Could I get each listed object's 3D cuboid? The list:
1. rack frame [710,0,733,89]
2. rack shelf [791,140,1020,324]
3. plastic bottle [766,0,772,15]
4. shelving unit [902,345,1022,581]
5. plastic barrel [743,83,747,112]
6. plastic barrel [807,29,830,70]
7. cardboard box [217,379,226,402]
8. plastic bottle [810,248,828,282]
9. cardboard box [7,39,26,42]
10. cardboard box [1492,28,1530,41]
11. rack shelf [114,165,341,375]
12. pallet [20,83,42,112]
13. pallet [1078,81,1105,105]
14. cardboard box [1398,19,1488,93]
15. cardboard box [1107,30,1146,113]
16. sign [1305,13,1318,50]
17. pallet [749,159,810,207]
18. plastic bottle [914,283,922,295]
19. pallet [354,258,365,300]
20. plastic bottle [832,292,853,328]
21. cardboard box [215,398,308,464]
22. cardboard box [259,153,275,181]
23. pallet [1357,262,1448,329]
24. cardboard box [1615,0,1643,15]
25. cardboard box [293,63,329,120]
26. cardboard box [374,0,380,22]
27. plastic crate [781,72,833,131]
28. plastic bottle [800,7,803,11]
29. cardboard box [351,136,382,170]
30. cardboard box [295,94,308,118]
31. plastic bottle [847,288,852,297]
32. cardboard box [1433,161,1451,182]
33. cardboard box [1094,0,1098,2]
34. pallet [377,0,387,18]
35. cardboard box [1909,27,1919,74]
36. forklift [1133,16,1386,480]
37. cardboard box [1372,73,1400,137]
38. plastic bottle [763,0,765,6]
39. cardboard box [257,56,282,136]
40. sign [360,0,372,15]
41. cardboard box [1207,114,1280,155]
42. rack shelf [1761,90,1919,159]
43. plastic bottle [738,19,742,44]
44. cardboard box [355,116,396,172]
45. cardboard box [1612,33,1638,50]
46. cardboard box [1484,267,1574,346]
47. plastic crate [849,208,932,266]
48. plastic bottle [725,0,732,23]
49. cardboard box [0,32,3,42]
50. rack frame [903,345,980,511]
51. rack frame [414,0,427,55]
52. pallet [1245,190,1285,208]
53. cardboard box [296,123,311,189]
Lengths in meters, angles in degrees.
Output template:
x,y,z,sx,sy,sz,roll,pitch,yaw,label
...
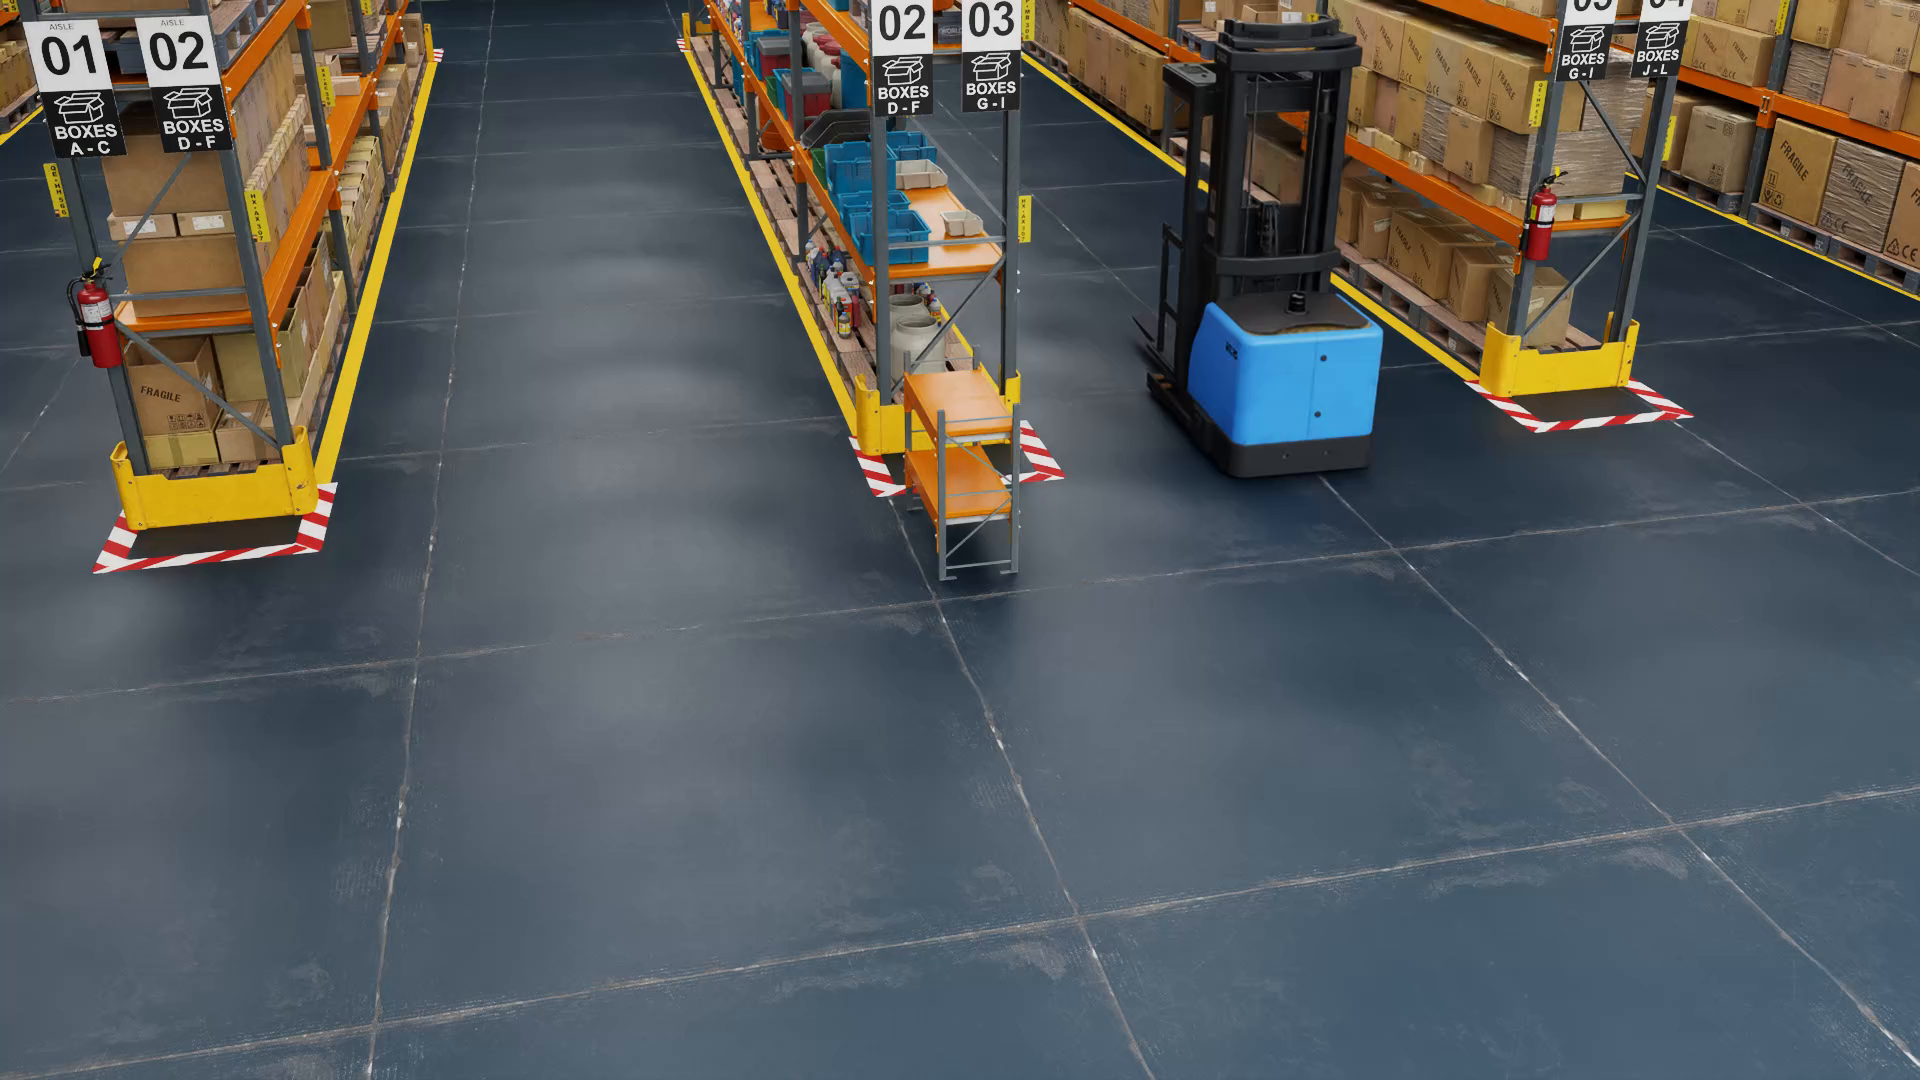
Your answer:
x,y,z,sx,sy,sz,roll,pitch,yaw,label
-2.801,-7.312,21.907,1.000,3.000,0.127,-6,27,-12,rack frame
-0.547,-2.600,13.371,1.077,0.370,4.000,-6,27,-12,rack shelf
-2.374,-6.823,20.995,0.144,0.351,0.185,-6,27,-12,plastic bottle
-0.002,-0.505,10.502,0.538,1.125,1.048,-6,27,-12,shelving unit
-2.495,-5.580,20.771,0.421,0.512,0.421,0,27,0,plastic barrel
-1.365,-4.991,17.185,0.421,0.512,0.421,0,27,0,plastic barrel
-5.457,-0.926,11.841,0.500,0.250,0.500,-6,27,-12,cardboard box
-1.254,-2.456,14.822,0.152,0.276,0.135,-5,27,-10,plastic bottle
-12.987,-6.616,22.838,0.700,0.500,0.500,-6,27,-12,cardboard box
4.651,-3.879,13.556,0.500,0.500,0.500,-6,27,-12,cardboard box
-5.374,-2.099,12.378,1.077,0.370,4.000,-6,27,-12,rack shelf
-12.827,-5.939,22.283,1.003,0.211,1.213,-6,27,-12,pallet
2.272,-6.239,22.876,1.003,0.211,1.213,-6,27,-12,pallet
4.031,-4.046,13.886,0.500,0.500,0.500,-6,27,-12,cardboard box
2.597,-5.995,21.190,1.225,0.875,0.875,-6,27,-11,cardboard box
3.288,-4.761,15.570,0.100,0.325,0.005,-6,27,-12,sign
-1.763,-3.967,18.375,1.003,0.211,1.213,-6,27,-12,pallet
-0.347,-2.133,14.186,0.097,0.271,0.097,0,27,0,plastic bottle
-6.029,-2.373,15.217,1.003,0.211,1.213,-6,27,-12,pallet
-0.968,-1.899,13.718,0.152,0.276,0.135,-6,27,-11,plastic bottle
-4.828,-0.760,11.513,0.500,0.250,0.500,-6,27,-12,cardboard box
-5.094,-2.636,11.812,0.380,0.149,0.250,-6,27,-12,cardboard box
4.292,-2.230,14.933,1.003,0.211,1.213,-6,27,-12,pallet
4.872,-4.056,12.295,0.500,0.250,0.500,-5,27,-10,cardboard box
-6.214,-4.133,15.498,0.500,0.500,0.500,-6,27,-12,cardboard box
-7.169,-6.273,19.272,0.700,0.500,0.500,-13,30,-25,cardboard box
-1.405,-4.010,15.294,0.402,0.464,0.583,-6,27,-12,plastic crate
-1.898,-6.238,19.910,0.061,0.283,0.133,-6,27,-12,plastic bottle
-6.368,-4.060,17.427,0.500,0.311,0.500,-5,27,-10,cardboard box
-5.555,-3.535,13.593,0.380,0.149,0.250,-6,27,-12,cardboard box
-0.932,-2.031,14.061,0.097,0.201,0.097,0,27,0,plastic bottle
4.166,-3.086,13.813,0.380,0.149,0.250,-6,27,-12,cardboard box
1.999,-7.411,21.993,0.500,0.500,0.500,-6,27,-12,cardboard box
-7.554,-6.363,20.240,1.003,0.211,1.213,-6,27,-12,pallet
9.084,-4.433,14.839,0.875,0.550,0.500,-6,27,-12,cardboard box
2.091,-2.364,12.181,1.130,2.935,3.031,-5,27,-10,forklift
4.158,-3.844,14.595,0.875,0.500,0.500,-6,27,-12,cardboard box
-2.515,-7.062,21.633,0.097,0.201,0.097,0,27,0,plastic bottle
-5.491,-3.286,12.381,0.700,0.500,0.500,-6,27,-12,cardboard box
-6.186,-5.629,17.288,0.100,0.325,0.005,-6,27,-12,sign
3.234,-4.605,18.830,0.700,0.500,0.500,-8,28,-16,cardboard box
9.133,-3.563,15.278,1.077,0.370,4.000,-6,27,-12,rack shelf
-2.510,-5.872,19.197,0.097,0.271,0.097,0,27,0,plastic bottle
-6.550,-4.364,18.352,0.500,0.500,0.500,-5,27,-9,cardboard box
7.850,-5.894,18.987,0.500,0.500,0.500,-6,27,-12,cardboard box
4.604,-1.894,13.481,0.500,0.500,0.500,-1,27,-2,cardboard box
-0.501,-2.167,11.878,0.499,0.251,0.616,-6,27,-12,plastic crate
-2.807,-6.506,20.449,0.152,0.276,0.135,-6,27,-12,plastic bottle
-13.094,-6.716,22.316,0.380,0.149,0.250,-6,27,-11,cardboard box
-0.116,-0.728,10.945,0.500,1.125,0.032,-6,27,-12,rack frame
-8.529,-8.566,24.393,1.000,3.000,0.127,-6,27,-12,rack frame
3.651,-3.399,17.251,1.003,0.211,1.213,-6,27,-12,pallet
-5.719,-3.149,13.548,0.700,0.500,0.500,-7,28,-13,cardboard box
